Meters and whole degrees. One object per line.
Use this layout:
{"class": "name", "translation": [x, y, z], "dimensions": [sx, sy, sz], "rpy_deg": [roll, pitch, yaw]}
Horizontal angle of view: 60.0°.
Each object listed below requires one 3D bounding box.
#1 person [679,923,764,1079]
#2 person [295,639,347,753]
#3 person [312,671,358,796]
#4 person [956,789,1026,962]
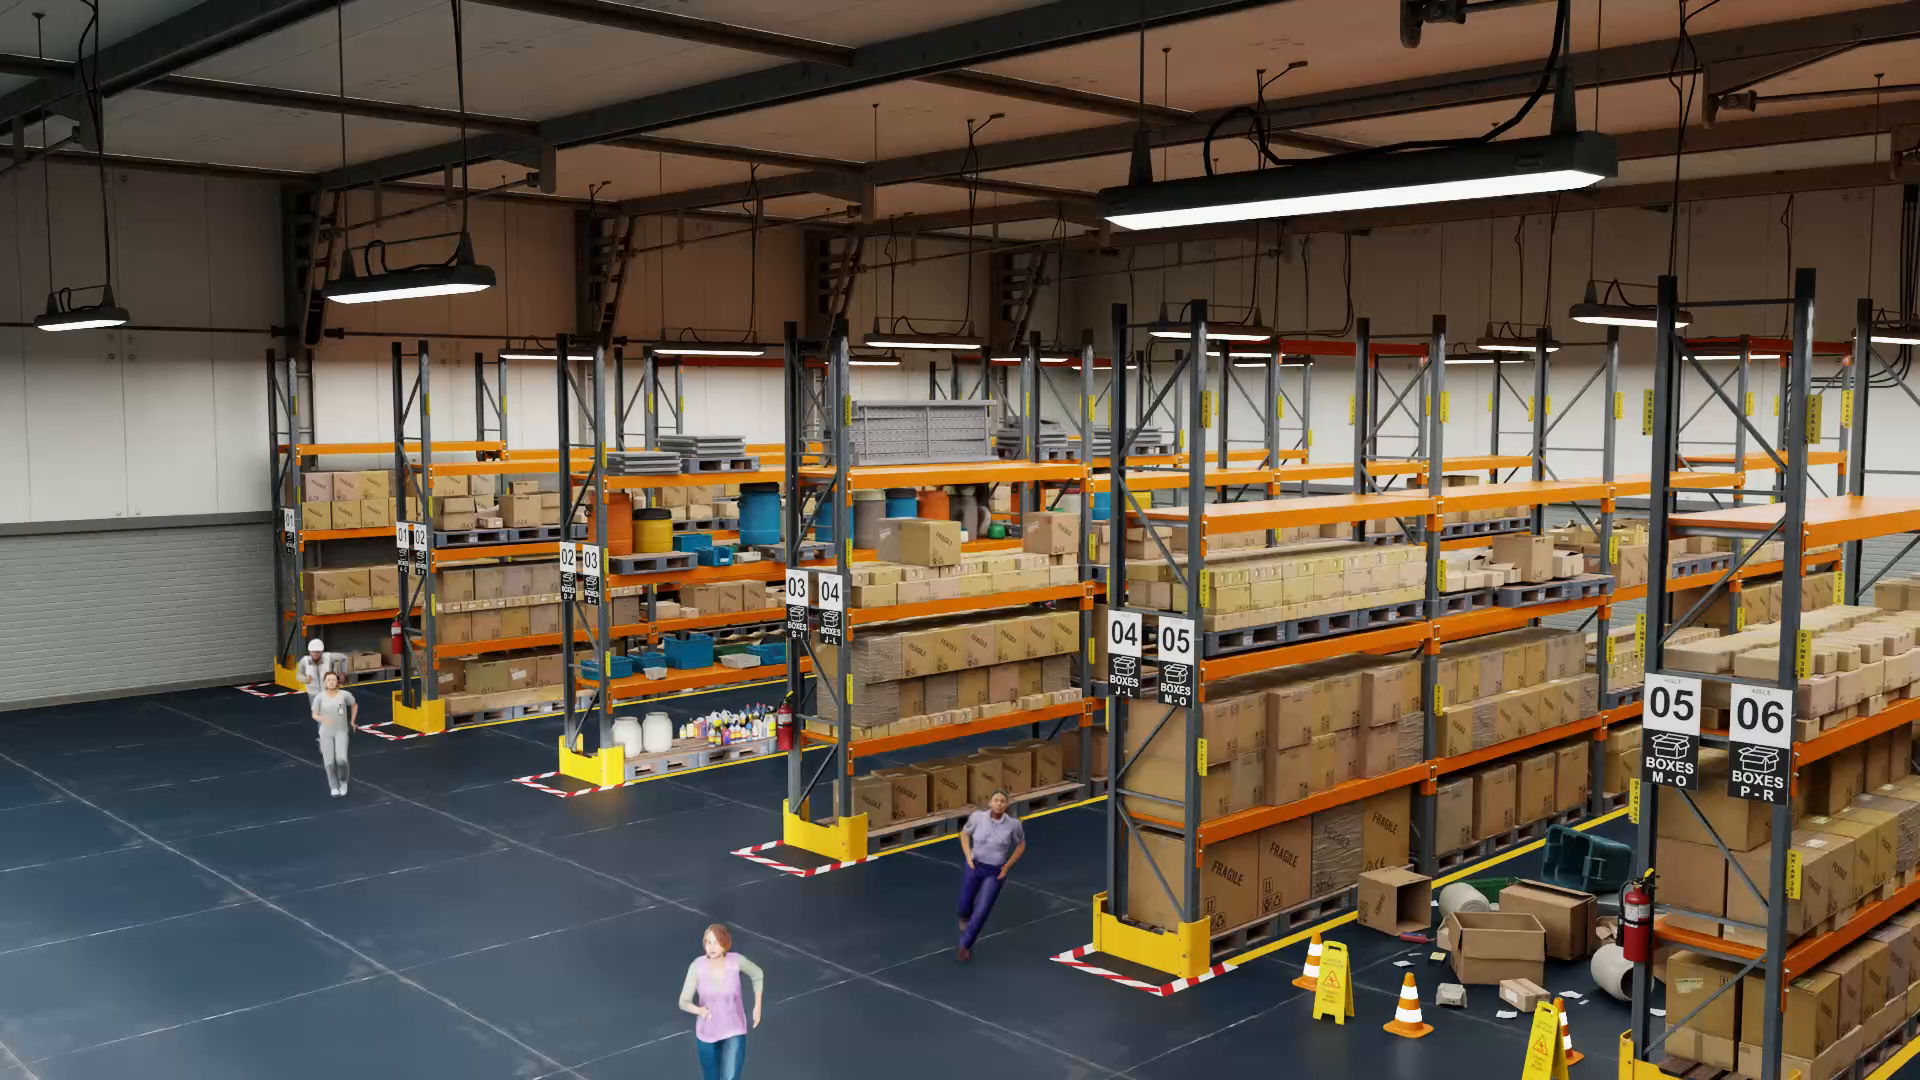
{"class": "person", "translation": [-1.624, 3.386, 11.361], "dimensions": [0.549, 1.629, 0.850], "rpy_deg": [0, 5, -1]}
{"class": "person", "translation": [-9.314, 2.252, 24.317], "dimensions": [0.695, 1.717, 0.999], "rpy_deg": [-1, 5, -13]}
{"class": "person", "translation": [-8.004, 2.489, 21.304], "dimensions": [0.542, 1.635, 0.631], "rpy_deg": [-2, 5, -17]}
{"class": "person", "translation": [0.278, 3.068, 15.450], "dimensions": [0.672, 1.568, 0.690], "rpy_deg": [1, 5, 9]}
